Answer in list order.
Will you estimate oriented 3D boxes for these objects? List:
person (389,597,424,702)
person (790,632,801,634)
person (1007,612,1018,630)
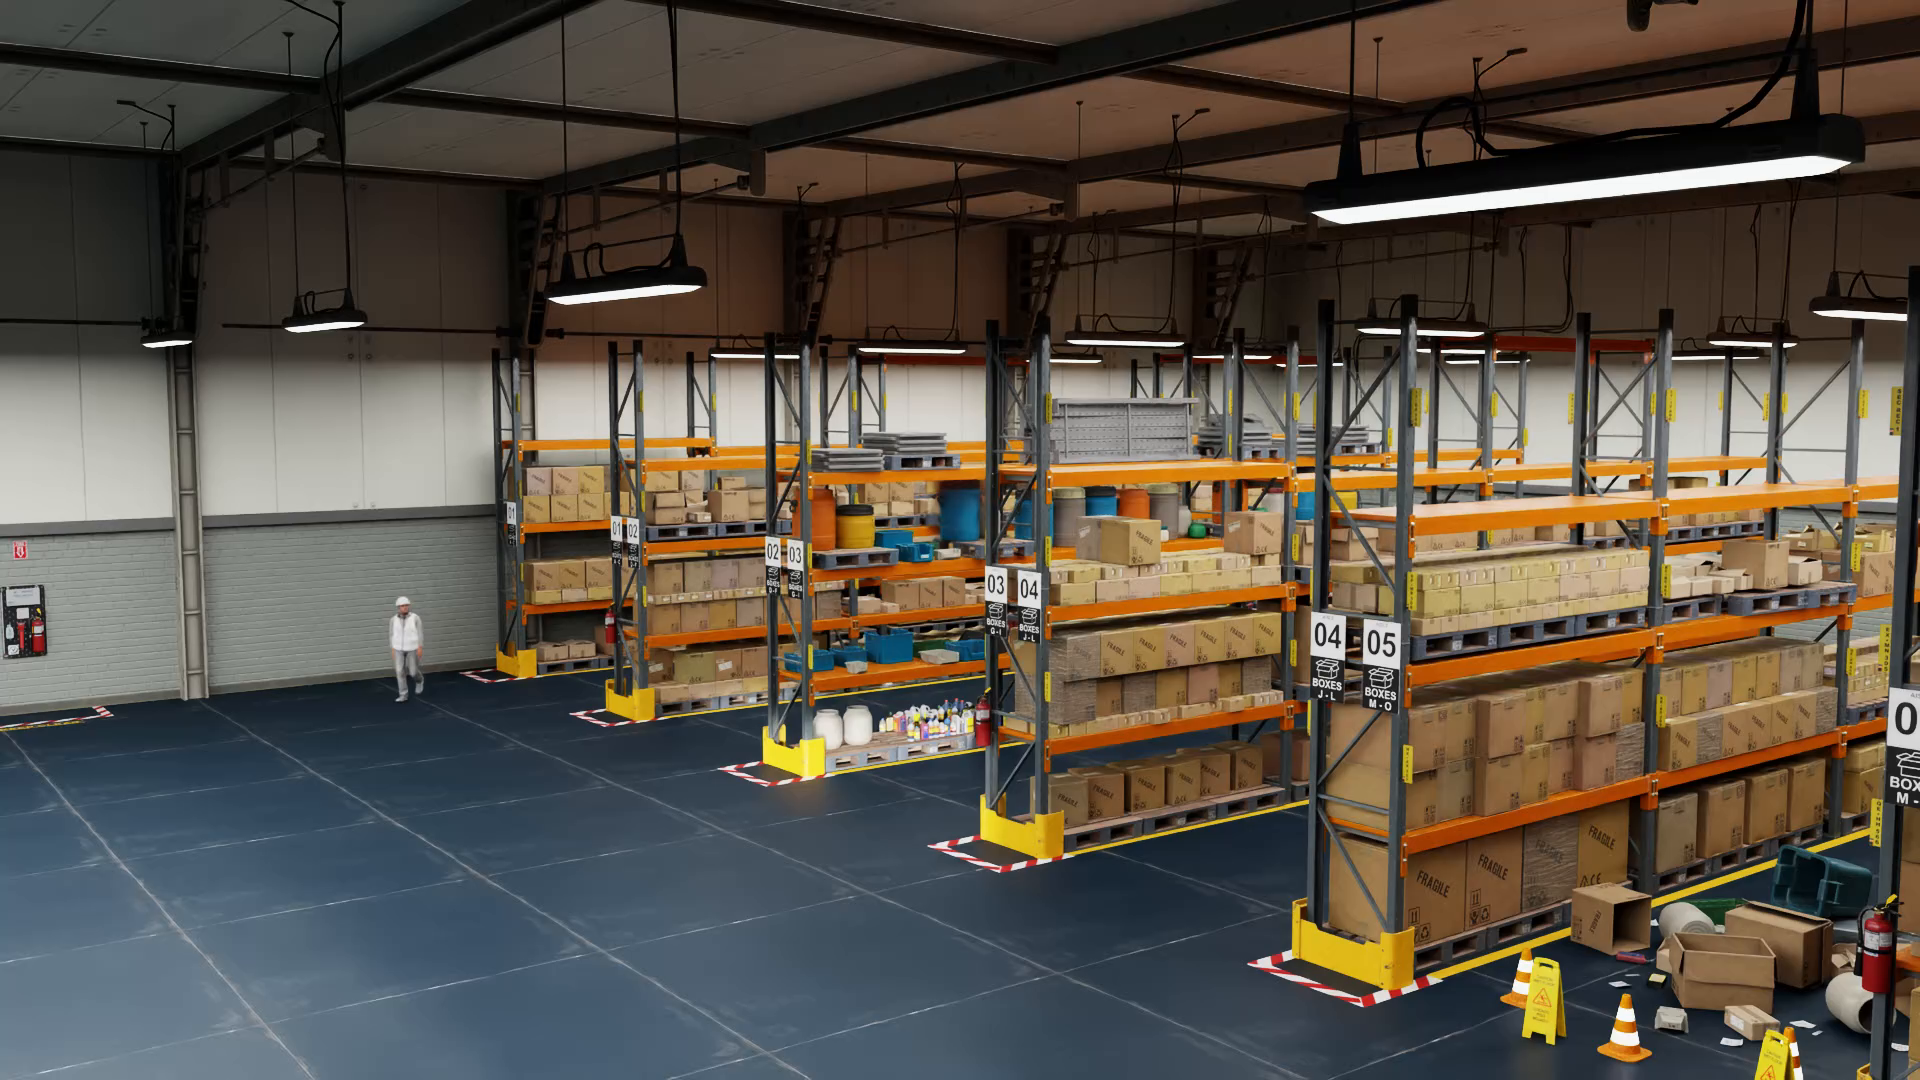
[{"bbox_3d":[-9.307,1.816,28.008,0.536,1.756,0.736,0,5,3],"label":"person"},{"bbox_3d":[-3.061,1.671,30.419,0.437,1.614,0.961,5,7,44],"label":"person"},{"bbox_3d":[1.306,1.130,35.870,0.733,1.787,0.582,0,5,4],"label":"person"}]
